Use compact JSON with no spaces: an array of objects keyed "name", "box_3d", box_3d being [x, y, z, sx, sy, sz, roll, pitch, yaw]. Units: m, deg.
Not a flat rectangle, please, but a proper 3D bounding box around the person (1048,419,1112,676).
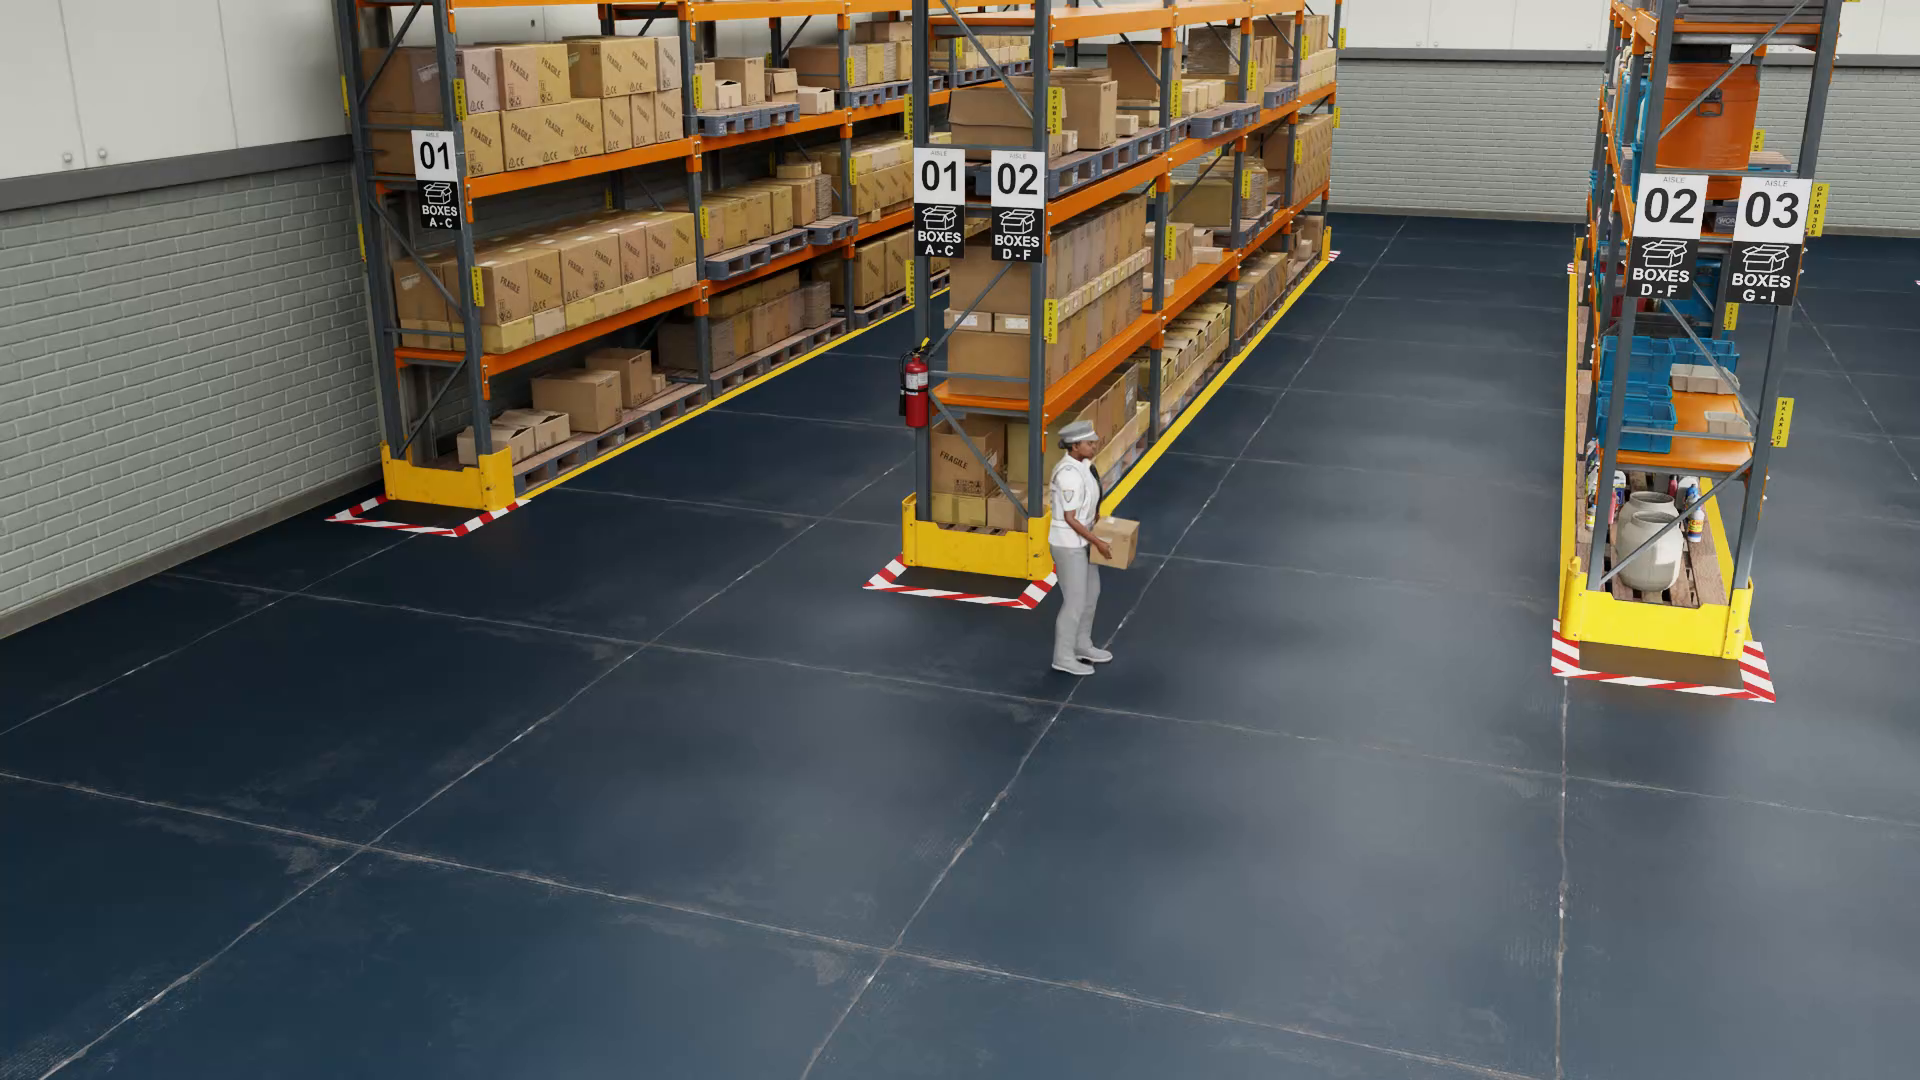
[{"name":"person","box_3d":[0.818,0.029,10.932,0.465,1.689,0.474,6,20,18]}]
